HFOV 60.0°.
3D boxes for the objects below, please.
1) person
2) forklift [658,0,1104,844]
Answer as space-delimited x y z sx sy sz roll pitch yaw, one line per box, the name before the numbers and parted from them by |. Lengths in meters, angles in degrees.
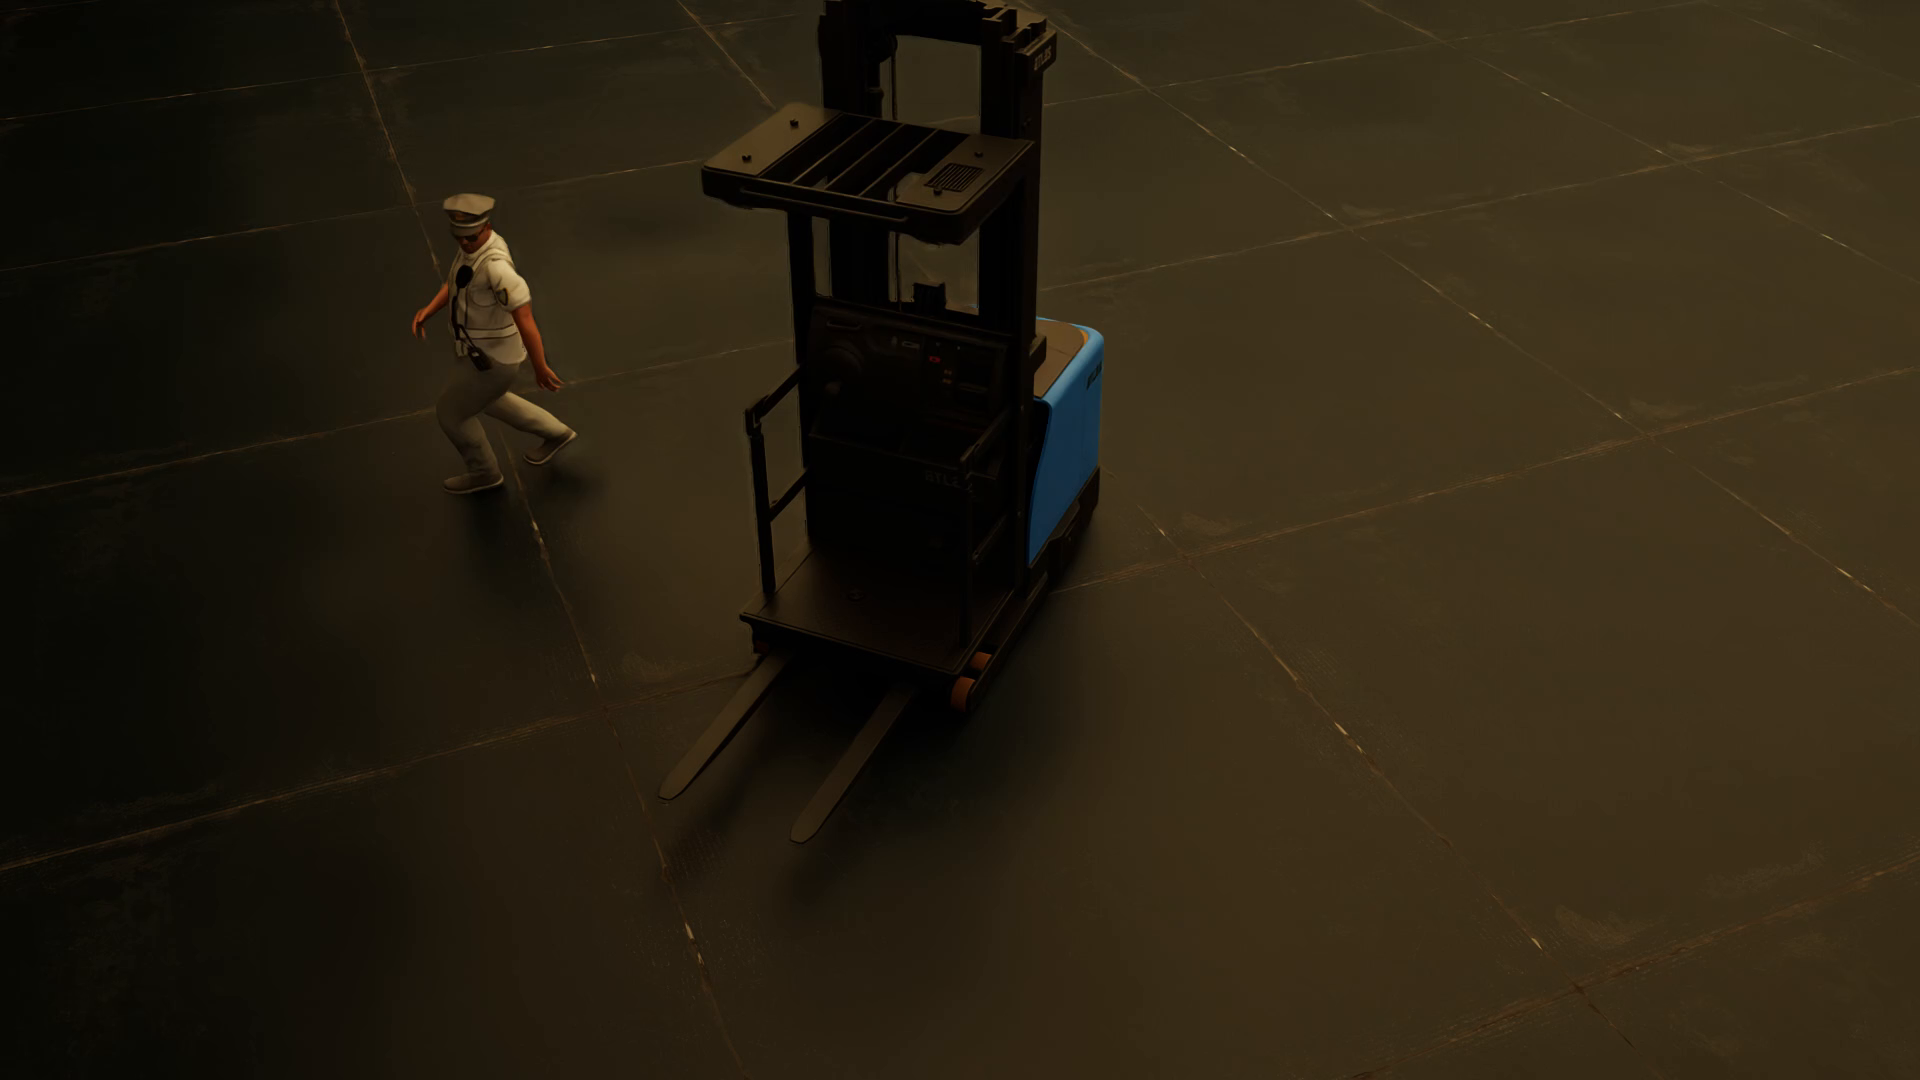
person | -2.421 -0.993 8.601 0.779 1.674 0.628 -2 35 -3
forklift | -0.322 -0.695 7.076 1.130 2.935 3.031 14 38 19
